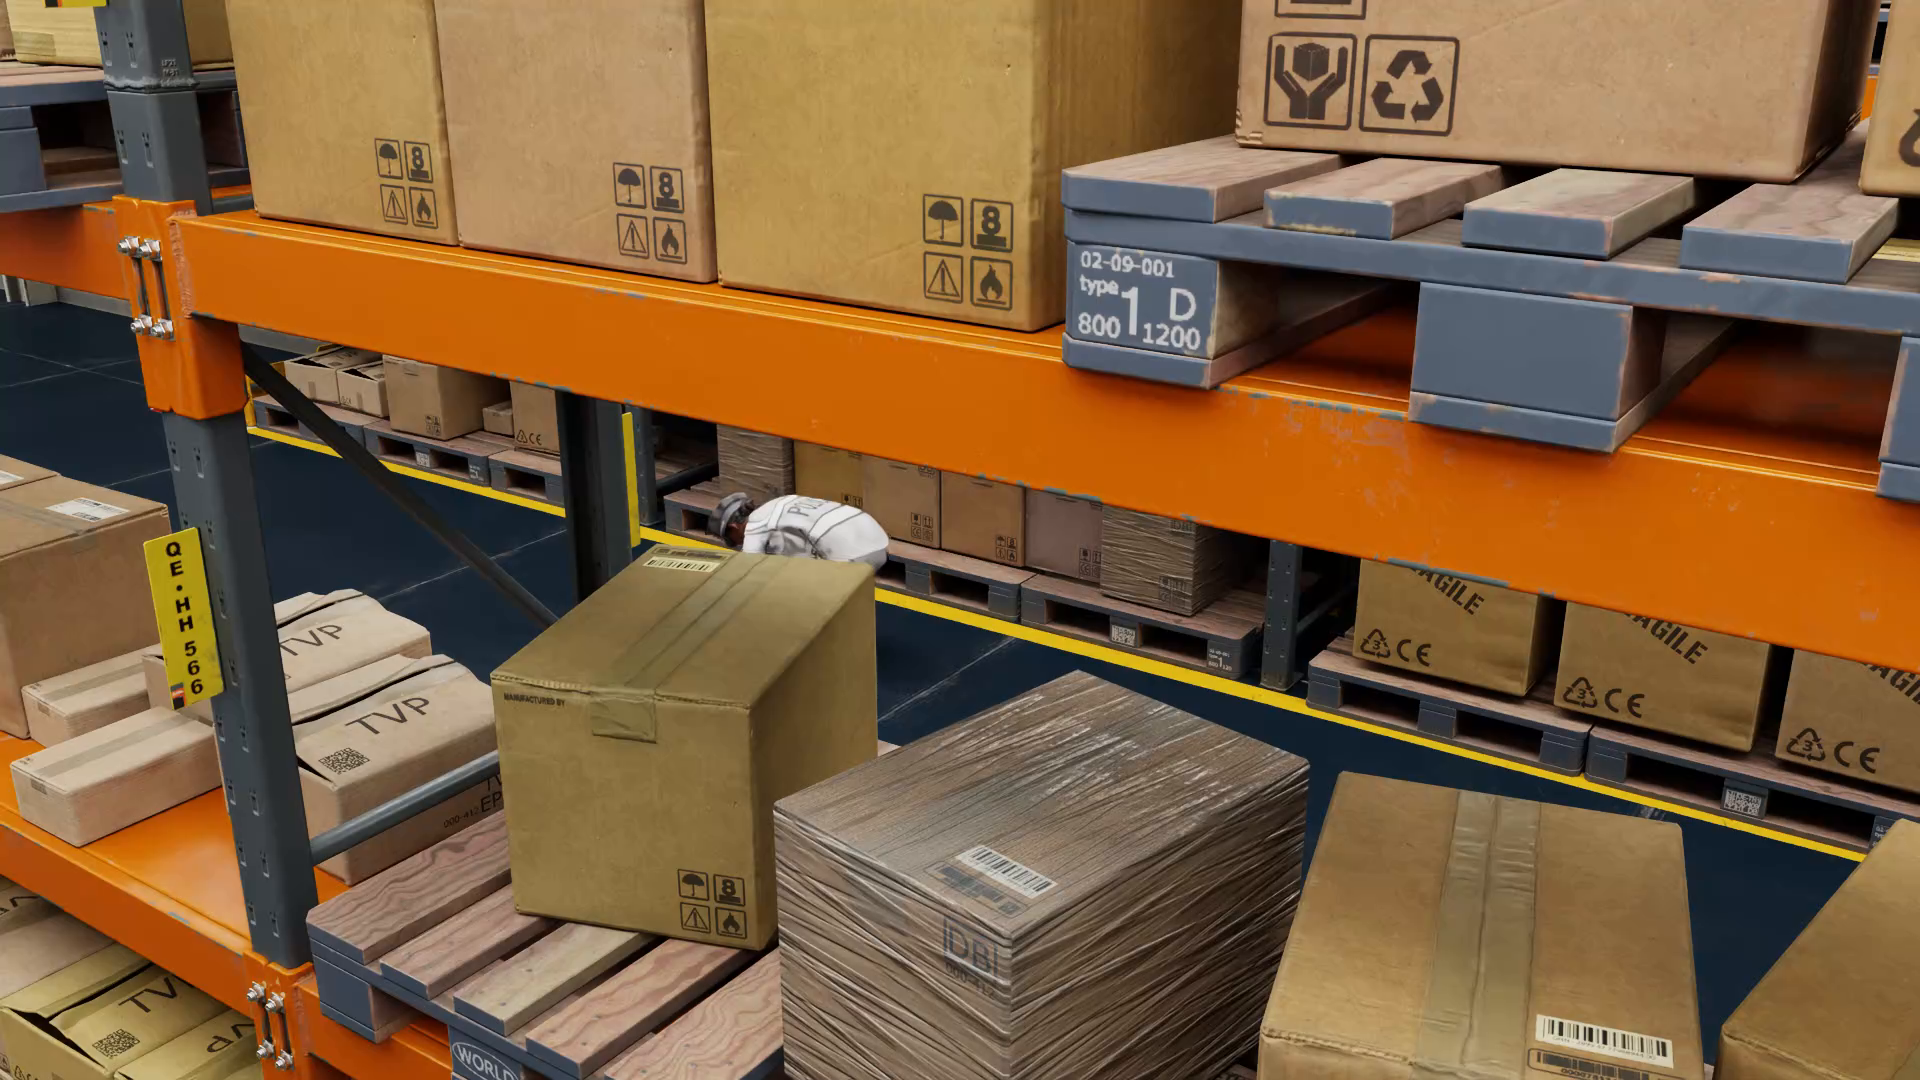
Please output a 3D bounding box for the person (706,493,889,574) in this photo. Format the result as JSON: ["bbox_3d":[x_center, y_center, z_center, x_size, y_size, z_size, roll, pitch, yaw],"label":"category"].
[{"bbox_3d":[-0.774,0.179,7.942,0.926,0.788,0.453,12,23,30],"label":"person"}]
